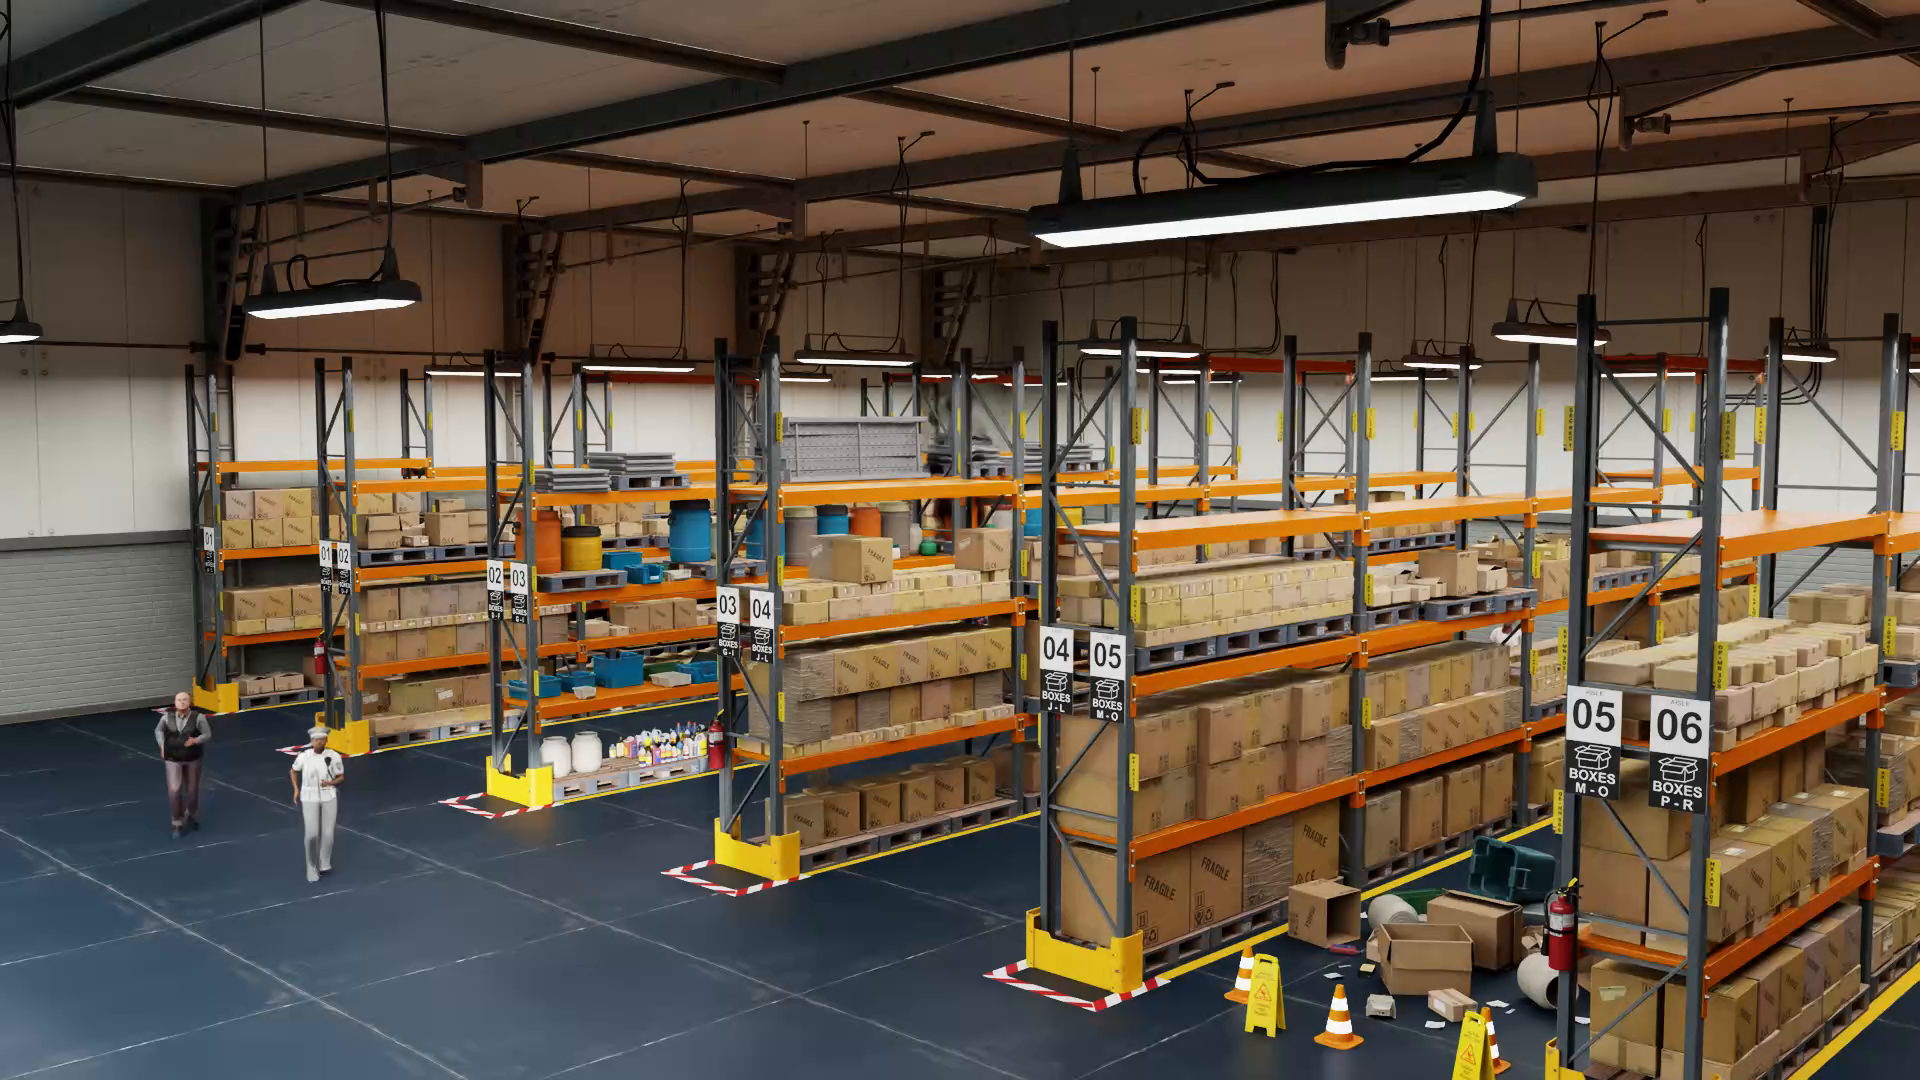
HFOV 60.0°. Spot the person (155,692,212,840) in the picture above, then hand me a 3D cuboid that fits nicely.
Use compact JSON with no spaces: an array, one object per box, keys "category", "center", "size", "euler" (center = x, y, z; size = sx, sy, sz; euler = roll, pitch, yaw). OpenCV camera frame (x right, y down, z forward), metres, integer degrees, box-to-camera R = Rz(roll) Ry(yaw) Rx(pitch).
[{"category":"person","center":[-9.526,2.752,20.417],"size":[0.647,1.782,0.707],"euler":[-2,5,-22]}]

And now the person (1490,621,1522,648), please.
[{"category":"person","center":[9.375,2.129,28.419],"size":[0.694,1.810,0.724],"euler":[2,5,25]}]

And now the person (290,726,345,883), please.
[{"category":"person","center":[-7.102,2.916,18.418],"size":[0.542,1.731,0.713],"euler":[-2,5,-25]}]

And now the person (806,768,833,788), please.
[{"category":"person","center":[-1.978,2.620,22.292],"size":[0.641,1.759,0.790],"euler":[3,5,35]}]
